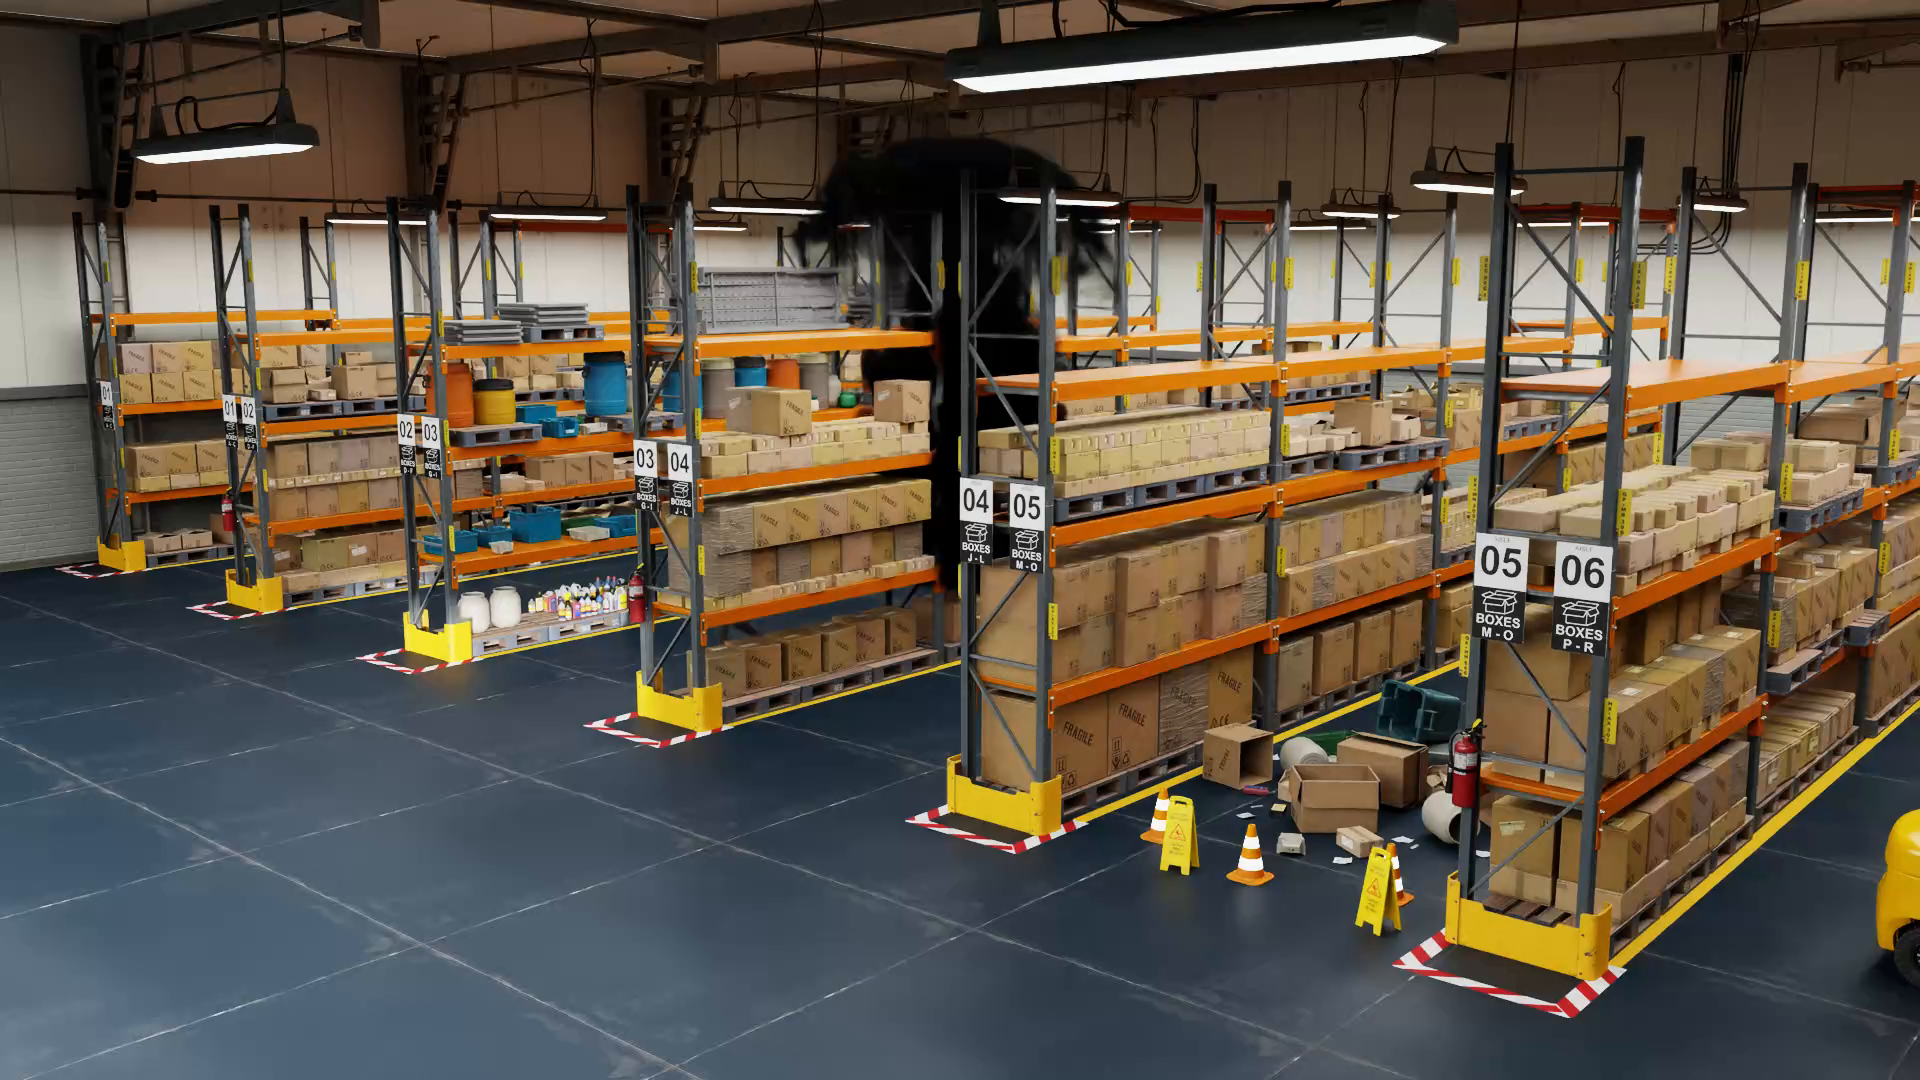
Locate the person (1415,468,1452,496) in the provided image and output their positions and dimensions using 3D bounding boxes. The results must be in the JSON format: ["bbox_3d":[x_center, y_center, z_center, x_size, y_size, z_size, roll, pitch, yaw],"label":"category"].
[{"bbox_3d":[8.625,-0.649,30.258,0.699,1.643,0.657,1,9,4],"label":"person"}]

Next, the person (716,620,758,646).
[{"bbox_3d":[-2.977,0.730,22.013,0.596,1.691,0.730,8,12,40],"label":"person"}]
